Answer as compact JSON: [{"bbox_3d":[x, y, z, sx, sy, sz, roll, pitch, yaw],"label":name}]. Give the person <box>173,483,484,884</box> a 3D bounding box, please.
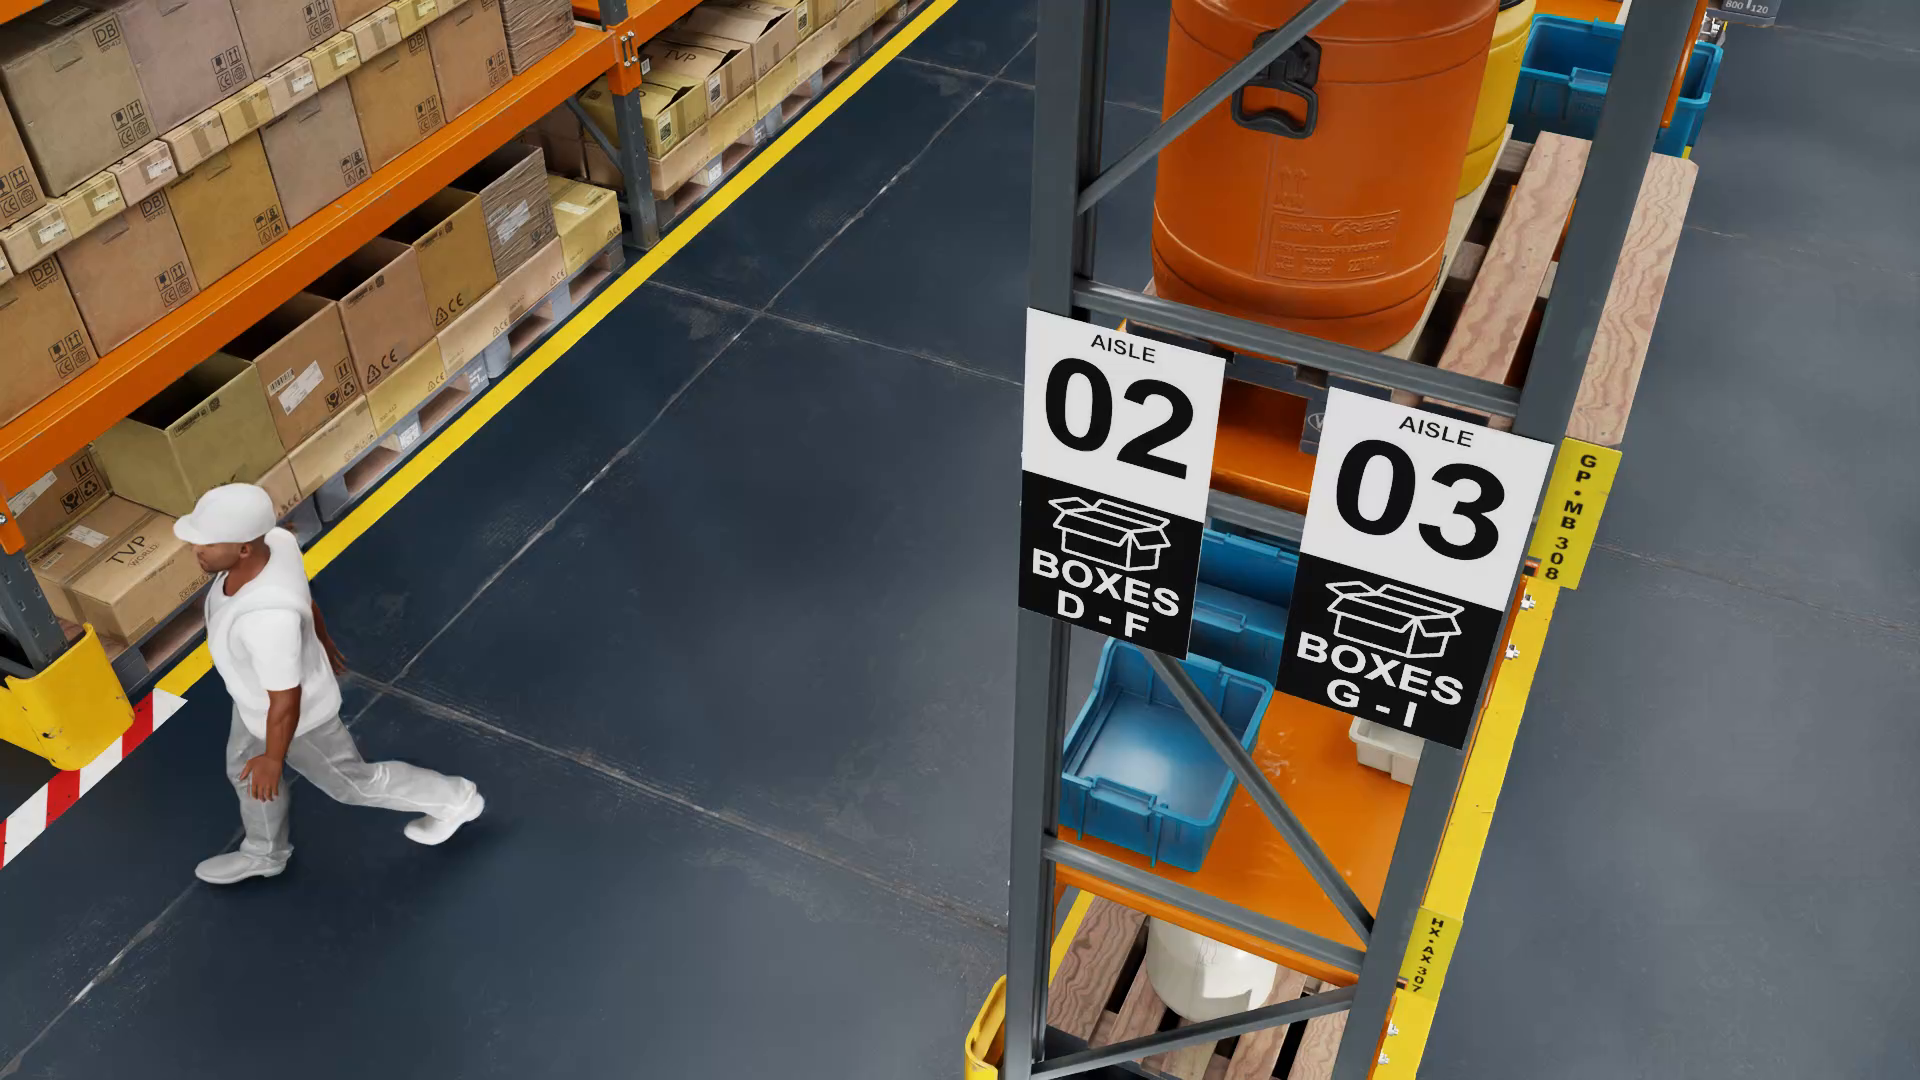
[{"bbox_3d":[-2.246,0.531,5.551,1.014,1.731,0.600,-19,45,-20],"label":"person"}]
